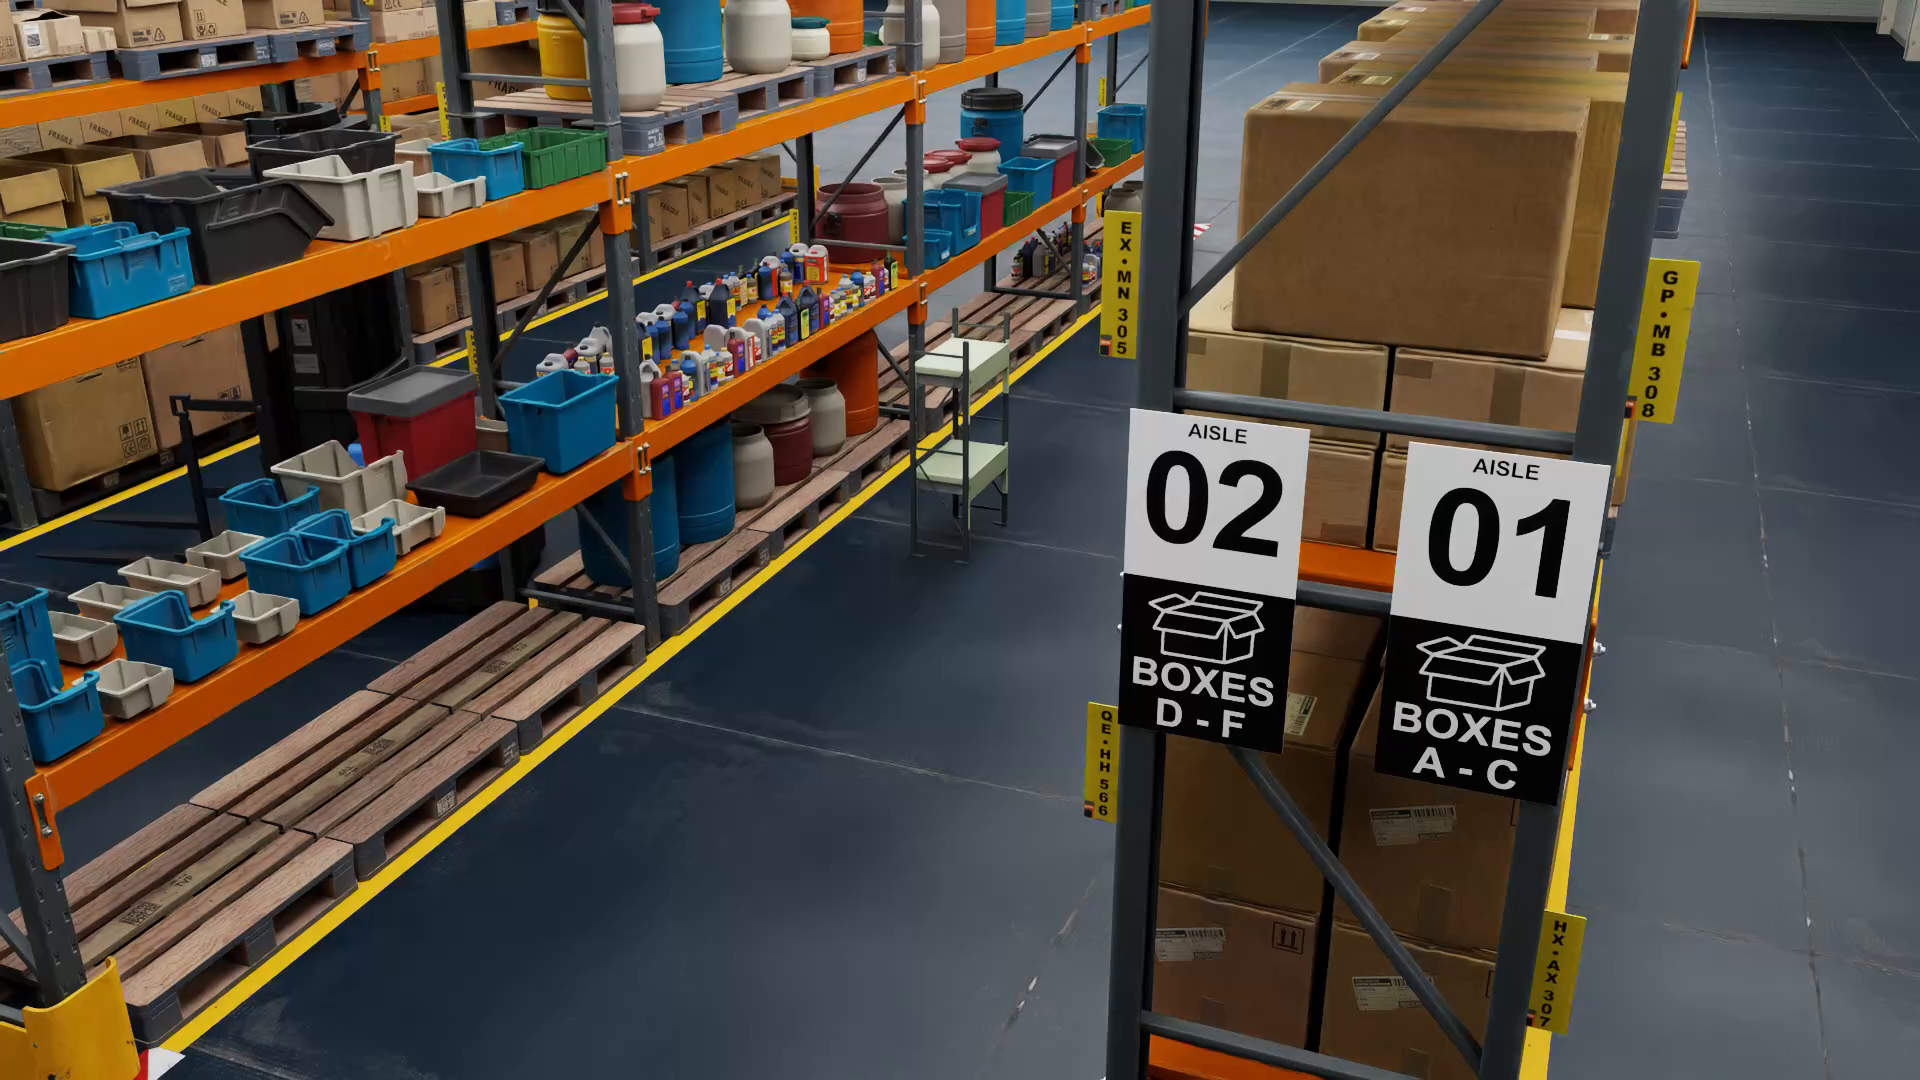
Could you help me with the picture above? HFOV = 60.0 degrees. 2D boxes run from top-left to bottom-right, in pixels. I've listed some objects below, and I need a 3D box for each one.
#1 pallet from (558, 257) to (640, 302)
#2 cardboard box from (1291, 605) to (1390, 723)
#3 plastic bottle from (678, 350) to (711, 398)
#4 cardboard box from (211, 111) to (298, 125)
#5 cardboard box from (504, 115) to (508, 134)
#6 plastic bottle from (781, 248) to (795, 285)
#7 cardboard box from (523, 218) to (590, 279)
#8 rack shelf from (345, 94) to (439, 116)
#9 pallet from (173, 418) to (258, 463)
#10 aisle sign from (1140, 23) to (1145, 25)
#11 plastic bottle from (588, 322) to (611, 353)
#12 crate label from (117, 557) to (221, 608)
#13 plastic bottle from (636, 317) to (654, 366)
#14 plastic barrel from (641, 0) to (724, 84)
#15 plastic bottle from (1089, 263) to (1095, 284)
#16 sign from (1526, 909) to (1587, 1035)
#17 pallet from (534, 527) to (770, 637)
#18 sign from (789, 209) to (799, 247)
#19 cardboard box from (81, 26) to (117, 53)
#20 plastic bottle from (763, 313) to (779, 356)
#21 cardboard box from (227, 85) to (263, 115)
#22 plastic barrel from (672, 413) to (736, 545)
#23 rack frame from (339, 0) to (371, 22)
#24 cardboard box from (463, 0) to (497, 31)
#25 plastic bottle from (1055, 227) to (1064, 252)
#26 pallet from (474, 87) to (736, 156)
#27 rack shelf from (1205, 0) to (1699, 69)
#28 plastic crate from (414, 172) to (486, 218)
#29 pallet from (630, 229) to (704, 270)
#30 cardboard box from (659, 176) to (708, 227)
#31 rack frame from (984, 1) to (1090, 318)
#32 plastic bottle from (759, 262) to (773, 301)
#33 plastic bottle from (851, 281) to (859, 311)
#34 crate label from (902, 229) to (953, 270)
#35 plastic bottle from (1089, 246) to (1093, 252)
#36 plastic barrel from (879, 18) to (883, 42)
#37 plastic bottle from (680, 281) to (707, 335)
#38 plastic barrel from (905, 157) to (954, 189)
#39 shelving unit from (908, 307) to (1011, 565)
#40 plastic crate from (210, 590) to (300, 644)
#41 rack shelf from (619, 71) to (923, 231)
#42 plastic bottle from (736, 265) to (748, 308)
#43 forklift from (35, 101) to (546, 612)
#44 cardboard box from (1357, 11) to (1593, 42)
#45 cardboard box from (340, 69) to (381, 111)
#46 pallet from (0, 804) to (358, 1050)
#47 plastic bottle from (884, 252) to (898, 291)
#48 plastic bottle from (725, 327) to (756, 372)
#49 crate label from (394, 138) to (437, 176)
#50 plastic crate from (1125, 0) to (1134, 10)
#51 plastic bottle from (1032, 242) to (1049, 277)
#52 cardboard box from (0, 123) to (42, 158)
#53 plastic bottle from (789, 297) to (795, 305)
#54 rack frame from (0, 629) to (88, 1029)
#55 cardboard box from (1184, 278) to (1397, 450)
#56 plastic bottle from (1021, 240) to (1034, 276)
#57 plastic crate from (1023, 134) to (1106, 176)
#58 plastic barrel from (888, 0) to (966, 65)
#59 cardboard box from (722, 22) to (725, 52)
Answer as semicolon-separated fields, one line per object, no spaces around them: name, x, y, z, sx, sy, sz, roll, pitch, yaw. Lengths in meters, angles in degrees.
pallet;-4.159;-2.827;17.744;1.003;0.211;1.213;9;24;20
cardboard box;0.965;0.434;4.892;0.500;0.500;0.500;9;24;22
plastic bottle;-1.582;-1.005;9.926;0.152;0.276;0.135;9;24;20
cardboard box;-5.643;-3.211;13.614;0.797;0.503;0.637;10;25;22
cardboard box;-4.429;-4.000;16.257;0.797;0.503;0.637;11;25;25
plastic bottle;-1.287;-2.047;12.425;0.097;0.271;0.097;0;23;0
cardboard box;-4.313;-3.058;17.351;0.700;0.500;0.500;9;24;20
rack shelf;-7.695;-5.523;21.513;1.077;0.370;4.000;9;24;20
pallet;-6.174;-0.968;13.294;1.003;0.211;1.213;9;24;20
aisle sign;1.968;-6.382;19.265;0.394;0.787;0.004;9;24;20
plastic bottle;-2.206;-1.174;10.232;0.144;0.351;0.185;9;24;20
crate label;-3.393;0.182;7.186;0.396;0.136;0.243;9;24;20
plastic bottle;-2.004;-1.219;10.341;0.144;0.351;0.185;9;24;20
plastic barrel;-1.752;-3.263;10.082;0.600;0.901;0.708;9;24;20
plastic bottle;1.329;-2.719;16.928;0.097;0.201;0.097;0;23;0
sign;1.372;0.999;3.842;0.100;0.325;0.005;9;24;20
pallet;-1.918;0.196;10.507;1.003;0.211;1.213;9;24;20
sign;-1.271;-2.404;12.901;0.100;0.325;0.005;9;24;20
cardboard box;-6.150;-3.503;11.634;0.380;0.149;0.250;8;24;18
plastic bottle;-1.220;-1.324;10.696;0.097;0.271;0.097;0;23;0
cardboard box;-8.384;-4.960;19.103;0.500;0.500;0.500;9;24;20
plastic barrel;-1.763;-0.492;10.713;0.600;0.901;0.708;9;24;20
rack frame;-5.357;-5.729;13.291;1.000;3.000;0.127;9;24;20
cardboard box;-4.573;-4.777;15.097;0.500;0.250;0.500;9;24;21
plastic bottle;1.086;-3.296;18.219;0.097;0.271;0.097;0;23;0
pallet;-2.043;-2.412;9.486;1.213;0.211;1.003;9;24;20
rack shelf;1.611;-1.829;4.892;1.077;0.370;4.000;9;24;20
plastic crate;-2.363;-1.573;7.576;0.293;0.136;0.466;9;24;20
pallet;-3.654;-3.351;18.999;1.003;0.211;1.213;9;24;20
cardboard box;-3.322;-4.010;19.656;0.500;0.500;0.500;7;24;15
rack frame;0.728;-3.684;16.177;1.000;3.000;0.127;9;24;20
plastic bottle;-1.403;-1.872;12.008;0.097;0.271;0.097;0;23;0
plastic bottle;-0.766;-1.729;11.755;0.097;0.201;0.097;0;23;0
crate label;-0.253;-2.272;13.015;0.303;0.233;0.416;9;24;20
plastic bottle;1.355;-2.926;17.333;0.097;0.271;0.097;0;23;0
plastic barrel;-0.502;-4.061;13.368;0.301;0.262;0.301;0;23;0
plastic bottle;-1.797;-1.568;11.176;0.144;0.351;0.185;9;24;20
plastic barrel;-0.264;-3.018;14.407;0.433;0.535;0.433;0;23;0
shelving unit;0.002;-0.694;10.967;0.431;1.500;0.755;9;24;20
plastic crate;-2.884;0.318;6.862;0.250;0.136;0.298;9;24;20
rack shelf;-1.501;-2.589;10.597;1.077;0.370;4.000;9;24;20
plastic bottle;-1.569;-1.800;11.819;0.061;0.283;0.133;9;24;20
forklift;-4.276;-1.131;10.155;3.031;2.935;1.130;2;23;4
cardboard box;1.711;-1.484;5.592;0.700;0.500;0.500;9;24;20
cardboard box;-7.819;-5.718;20.853;0.875;0.550;0.550;9;24;20
pallet;-3.387;1.608;7.127;1.003;0.211;1.213;9;24;20
plastic bottle;-0.512;-1.992;12.280;0.061;0.283;0.133;9;24;20
plastic bottle;-1.374;-1.206;10.406;0.152;0.276;0.135;9;24;20
crate label;-2.694;-1.949;8.475;0.293;0.136;0.466;9;24;20
plastic crate;1.567;-5.495;16.898;0.336;0.188;0.450;9;24;20
plastic bottle;0.833;-2.915;17.204;0.144;0.351;0.185;9;24;20
cardboard box;-9.507;-3.876;16.507;0.500;0.500;0.500;9;24;21
plastic bottle;-1.111;-1.478;11.049;0.061;0.283;0.133;9;24;20
rack frame;-3.730;0.611;5.896;1.000;3.000;0.127;9;24;20
cardboard box;0.822;-0.445;4.077;0.500;0.250;0.500;9;24;20
plastic bottle;0.699;-2.936;17.253;0.144;0.351;0.185;8;24;19
plastic crate;1.040;-3.824;16.594;0.767;0.338;0.504;9;24;20
plastic barrel;-0.251;-4.130;12.704;0.600;0.901;0.600;0;23;0
cardboard box;-2.922;-5.701;19.193;0.500;0.500;0.500;9;24;20
